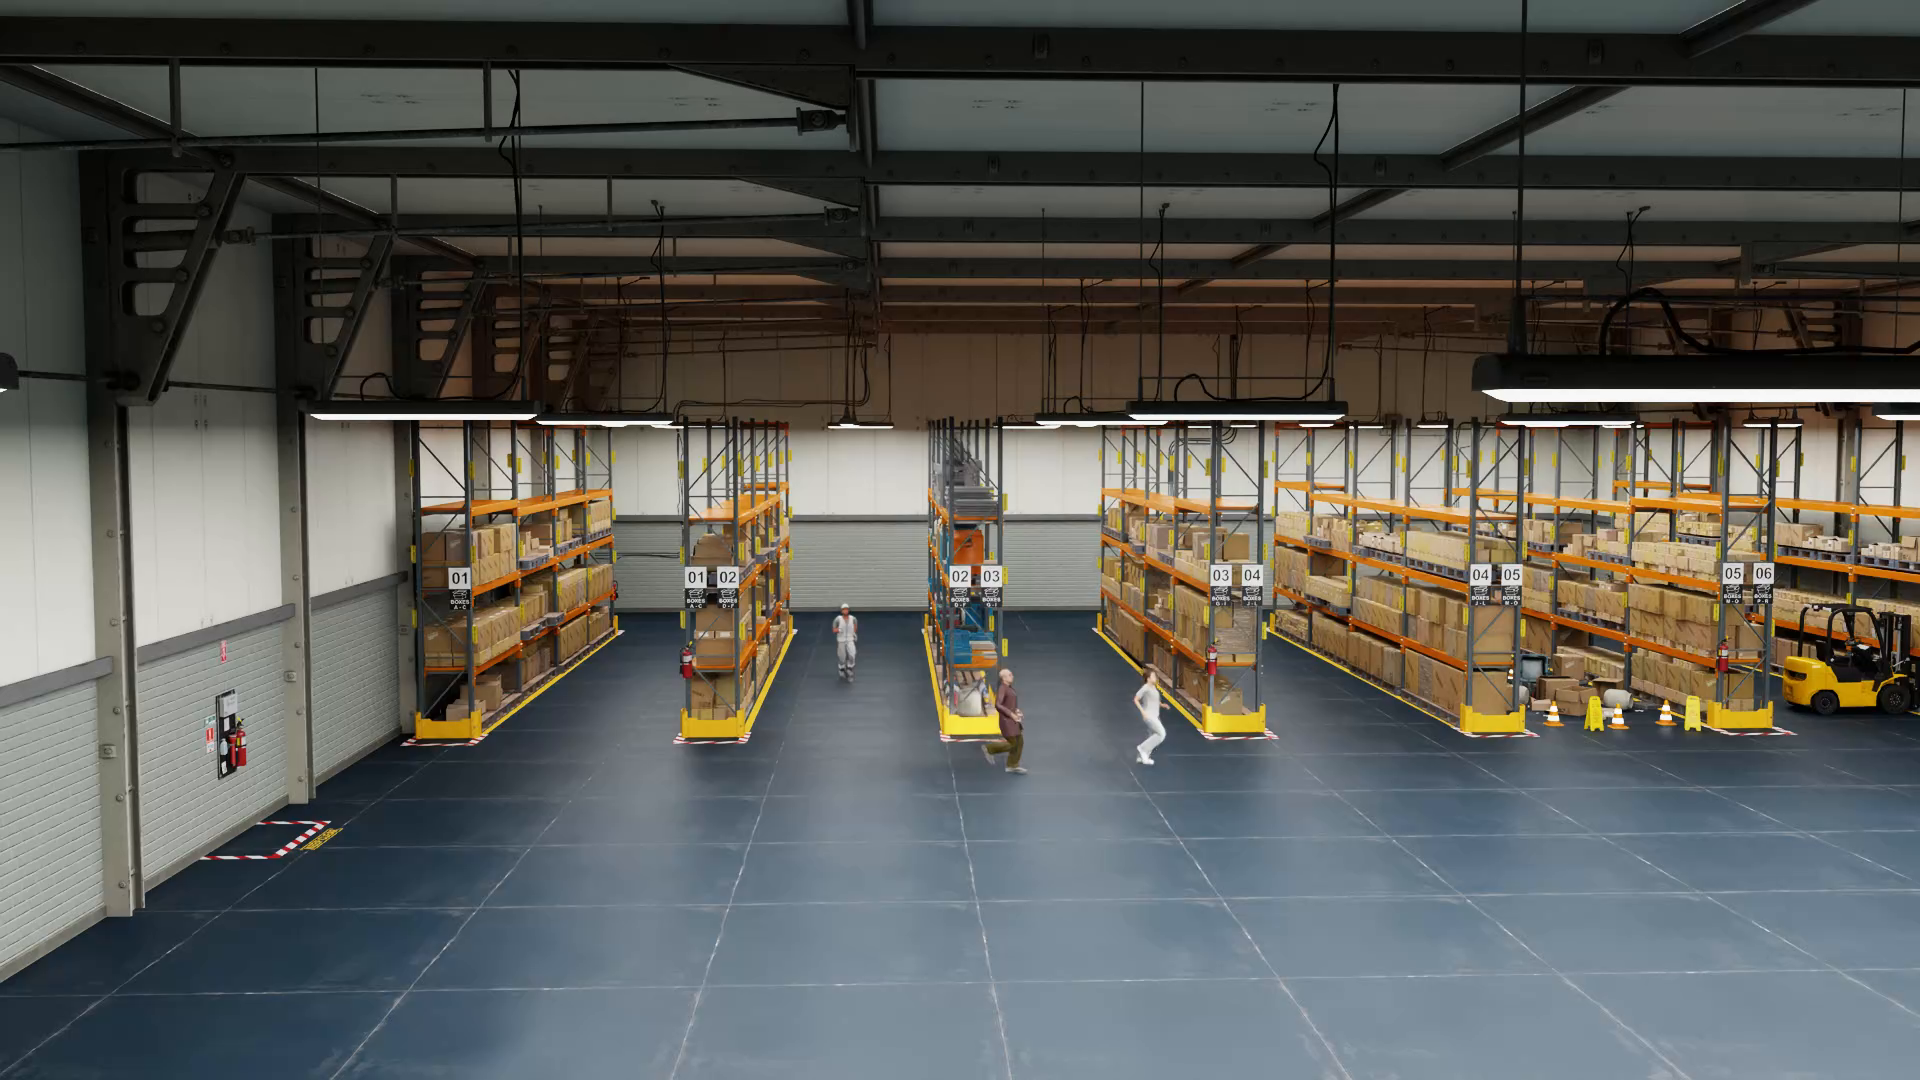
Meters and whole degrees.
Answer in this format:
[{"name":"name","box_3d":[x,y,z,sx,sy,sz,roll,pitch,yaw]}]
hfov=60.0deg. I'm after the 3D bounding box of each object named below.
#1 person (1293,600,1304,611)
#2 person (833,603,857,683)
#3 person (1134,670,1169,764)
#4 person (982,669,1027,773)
[{"name":"person","box_3d":[10.134,1.686,49.089,0.686,1.708,0.659,0,4,4]},{"name":"person","box_3d":[-2.608,2.356,38.009,0.601,1.818,0.777,-1,4,-12]},{"name":"person","box_3d":[3.307,3.039,28.517,0.580,1.633,0.552,2,4,25]},{"name":"person","box_3d":[0.759,3.037,27.907,0.770,1.744,0.710,1,4,14]}]
